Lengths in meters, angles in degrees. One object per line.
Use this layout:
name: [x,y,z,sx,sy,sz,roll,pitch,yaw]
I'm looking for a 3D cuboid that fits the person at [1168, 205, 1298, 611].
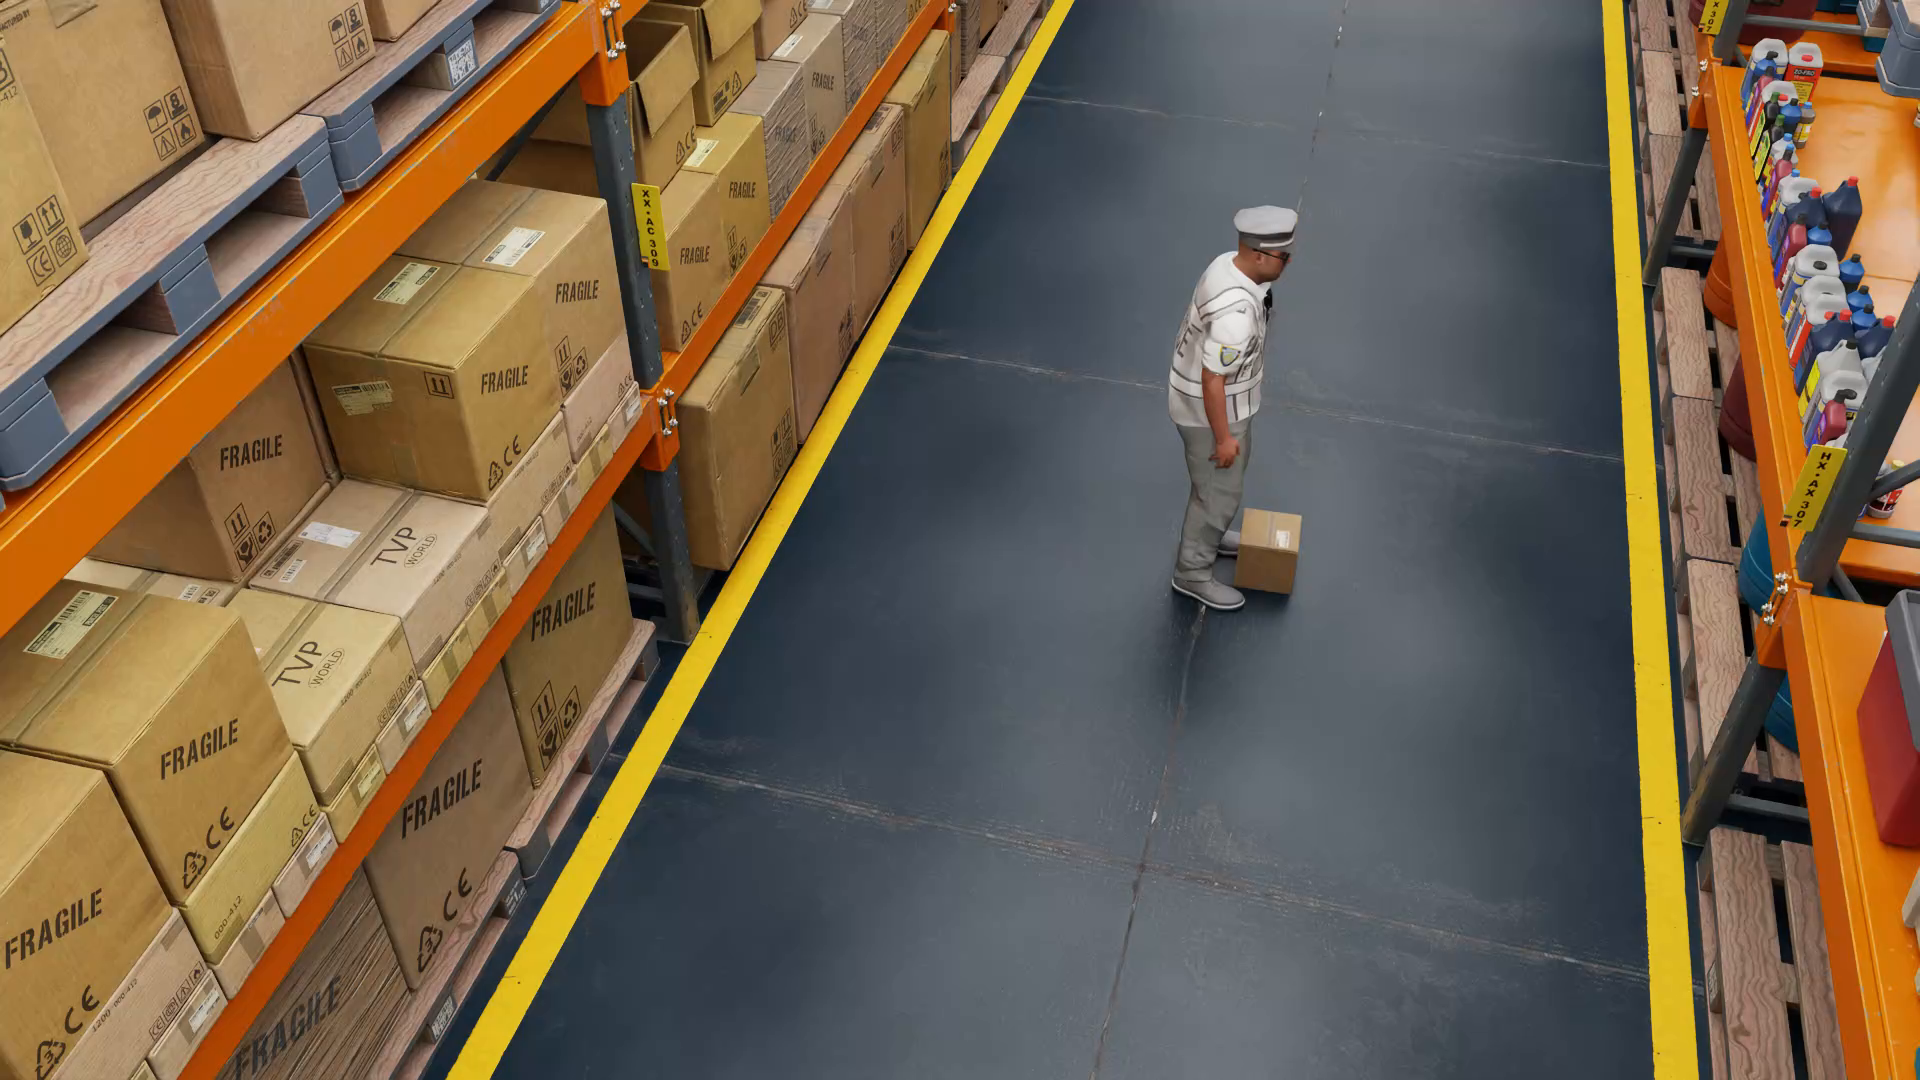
person: [1.066,-0.558,6.801,0.436,1.746,0.588,8,41,10]
